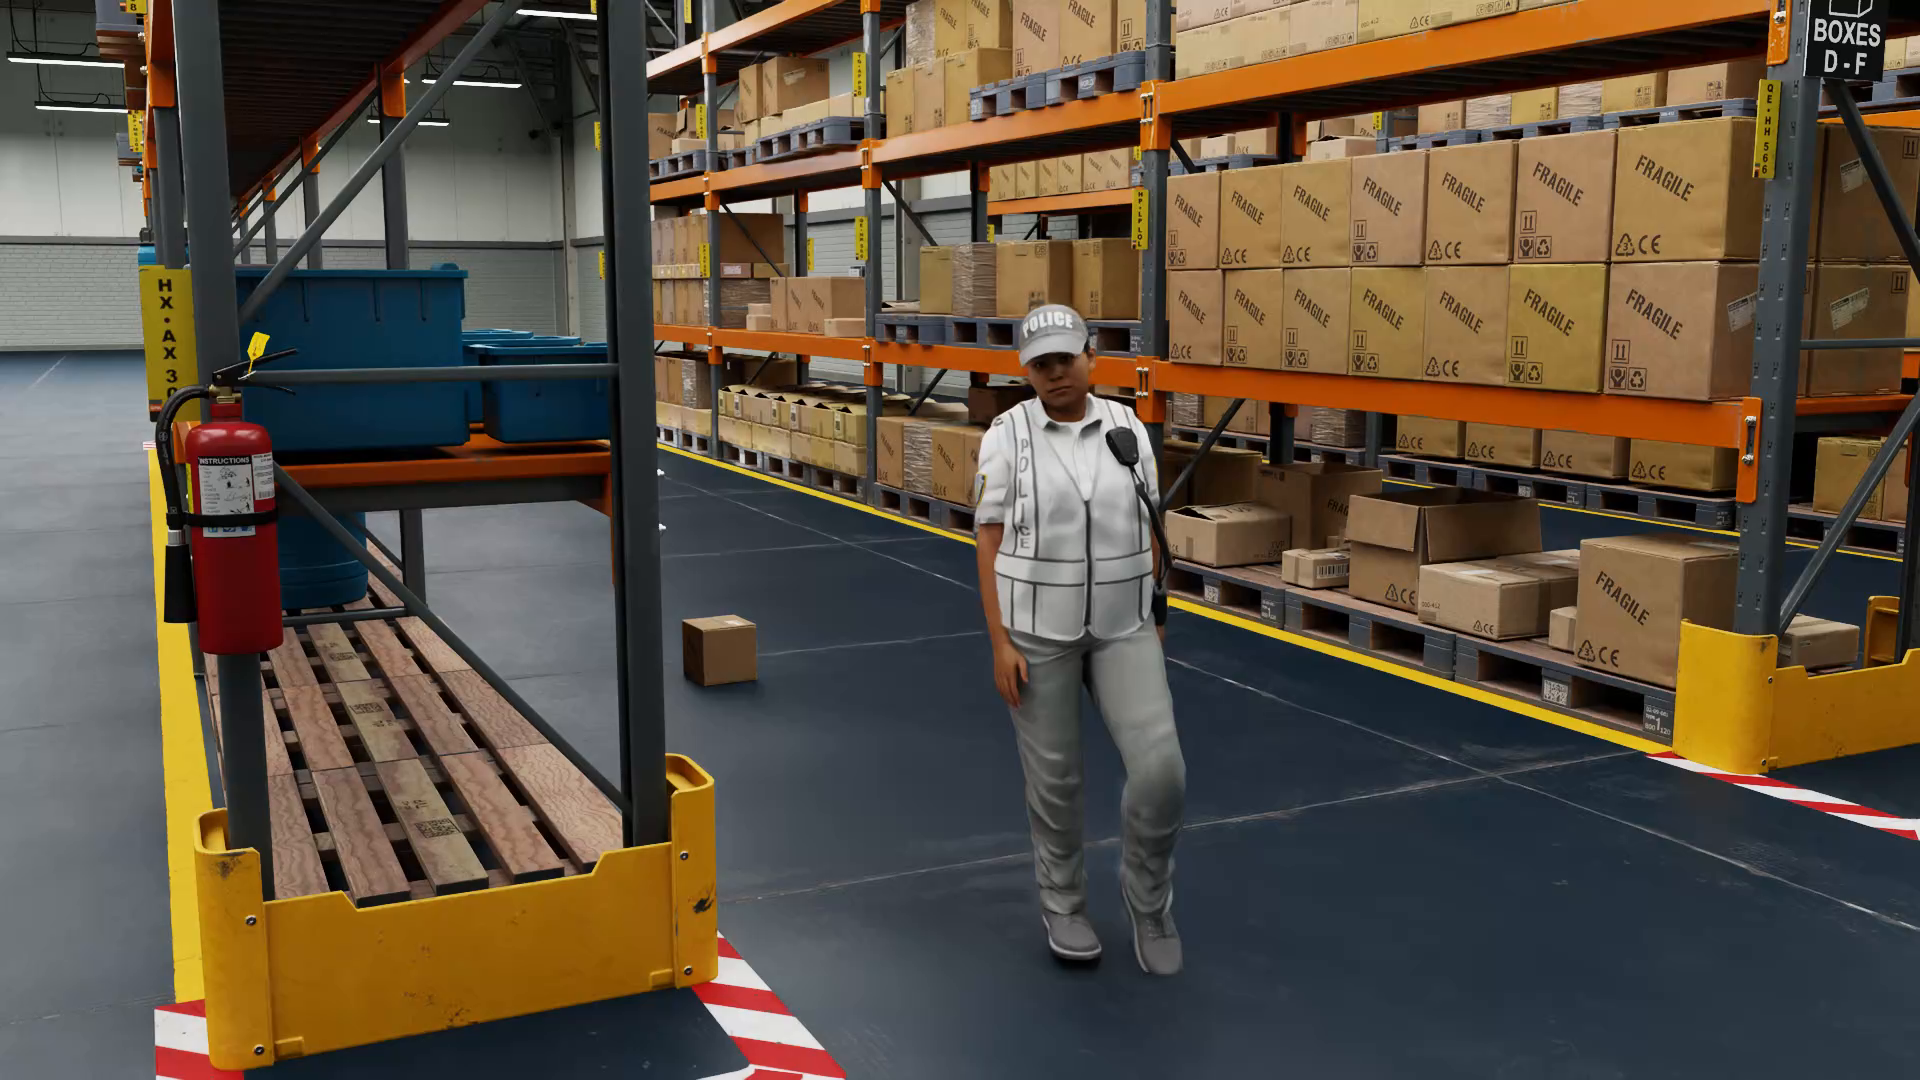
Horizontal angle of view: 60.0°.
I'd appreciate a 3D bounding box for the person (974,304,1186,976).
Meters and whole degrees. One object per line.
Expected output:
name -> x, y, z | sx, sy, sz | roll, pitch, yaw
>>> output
person -> 0.305, 0.272, 4.133 | 0.524, 1.702, 0.471 | -1, 9, -8
